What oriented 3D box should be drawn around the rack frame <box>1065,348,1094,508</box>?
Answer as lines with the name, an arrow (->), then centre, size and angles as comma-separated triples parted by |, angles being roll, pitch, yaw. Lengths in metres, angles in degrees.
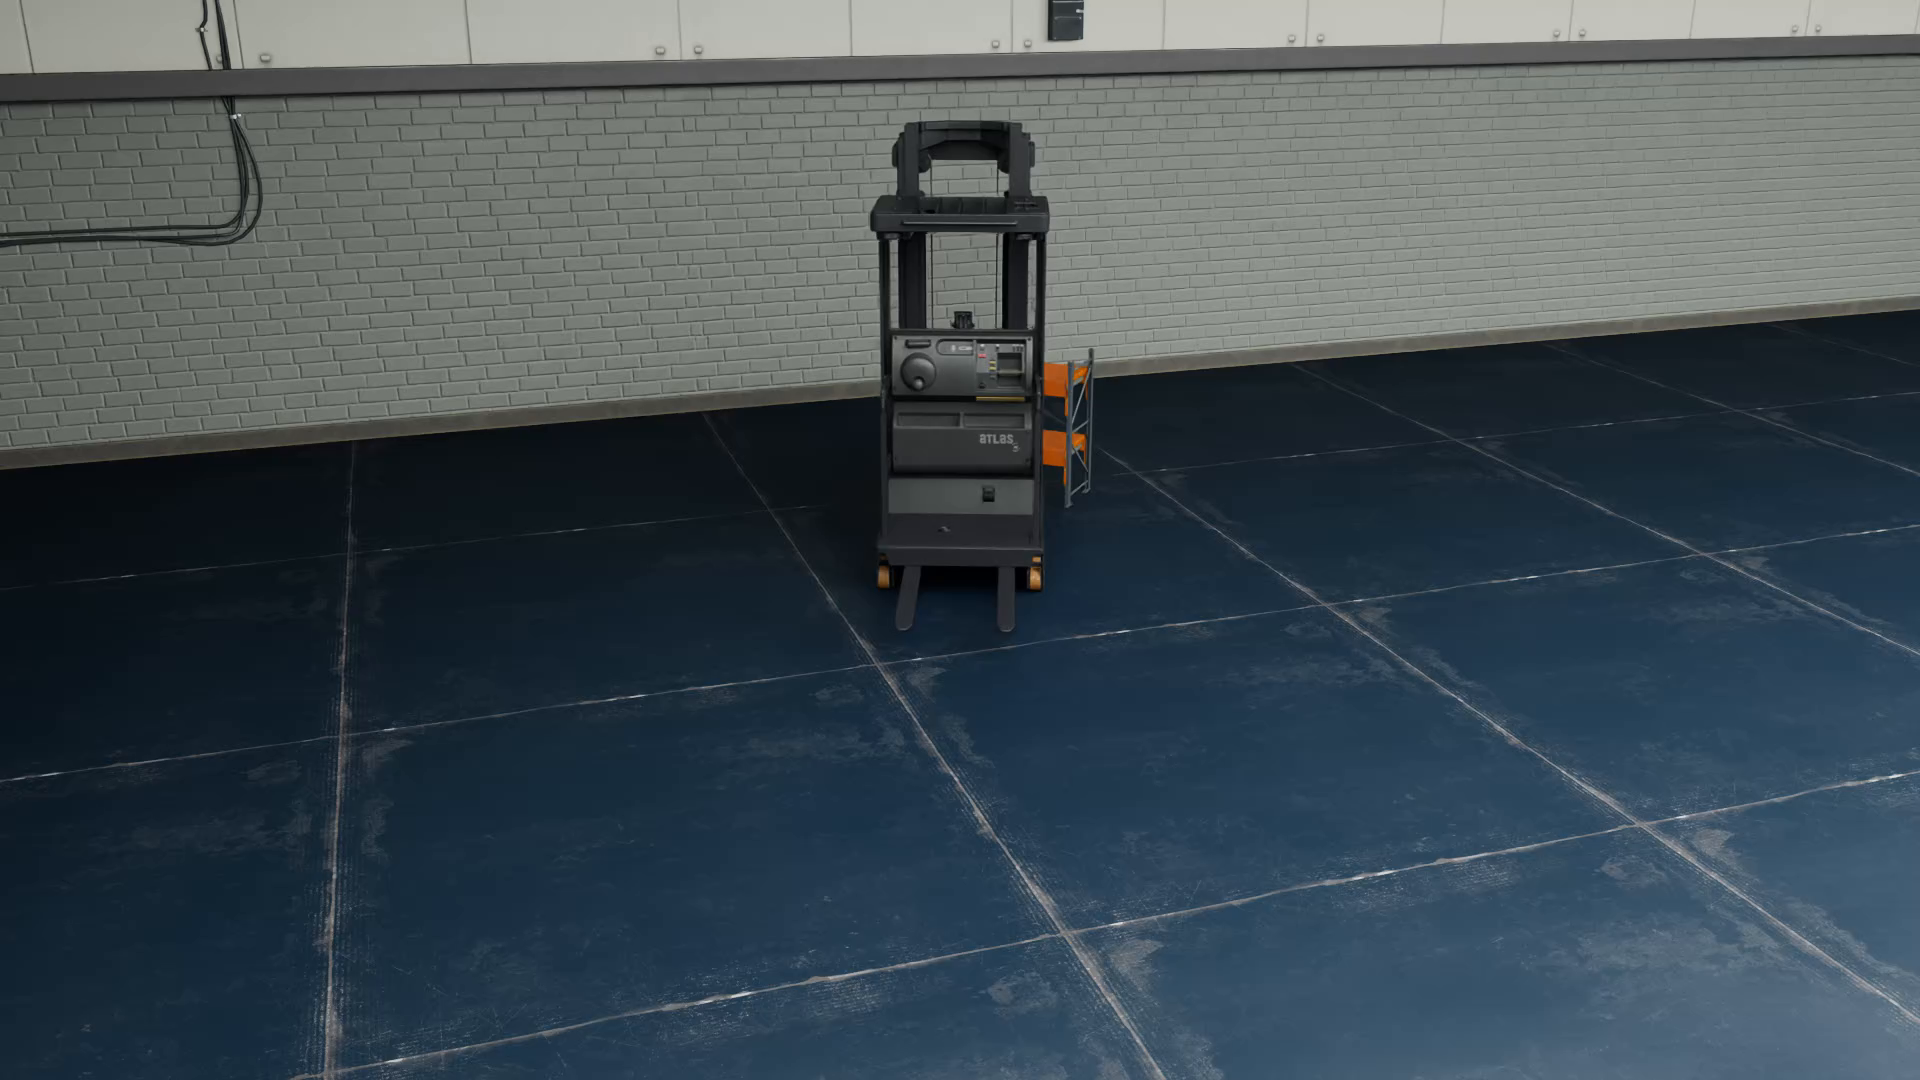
rack frame -> 0.908, -0.854, 12.627 | 0.032, 1.125, 0.500 | 8, 21, 22

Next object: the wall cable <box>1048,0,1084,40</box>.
wall cable -> 1.914, -7.478, 14.393 | 2.305, 6.003, 0.169 | -6, 21, -17

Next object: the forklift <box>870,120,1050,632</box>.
forklift -> 0.010, -1.150, 10.783 | 1.130, 2.935, 3.031 | 1, 20, 2

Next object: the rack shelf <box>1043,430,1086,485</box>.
rack shelf -> 0.441, -0.692, 12.900 | 1.000, 0.278, 0.538 | 8, 21, 22

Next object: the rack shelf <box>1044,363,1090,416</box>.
rack shelf -> 0.442, -1.198, 12.719 | 1.000, 0.278, 0.538 | 8, 21, 22

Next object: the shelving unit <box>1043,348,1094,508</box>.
shelving unit -> 0.442, -0.922, 12.818 | 1.048, 1.125, 0.538 | 8, 21, 22

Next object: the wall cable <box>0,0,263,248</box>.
wall cable -> -7.103, -3.412, 12.699 | 3.097, 2.526, 0.112 | -6, 21, -17
